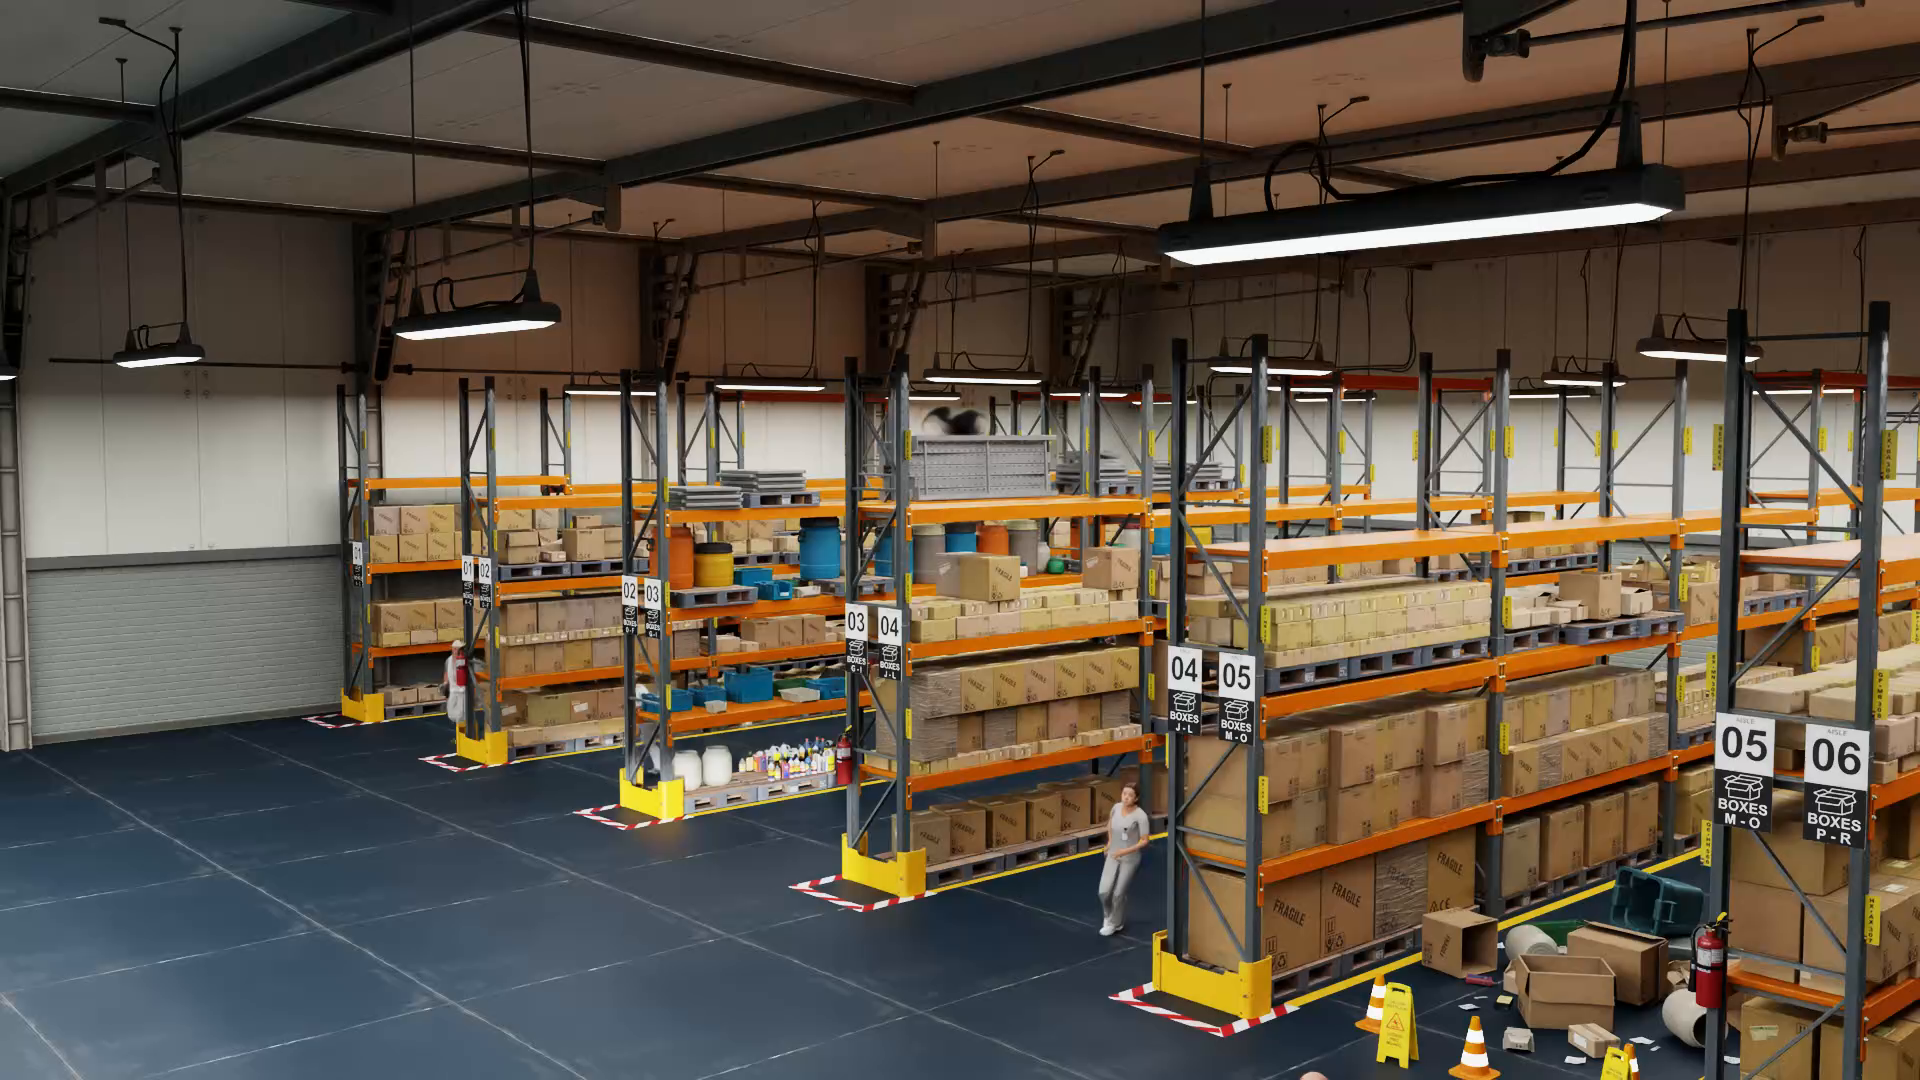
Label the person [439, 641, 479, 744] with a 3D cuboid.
[{"bbox_3d":[-8.240,2.506,27.556,0.683,1.721,0.632,1,4,16],"label":"person"}]

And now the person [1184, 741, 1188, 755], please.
[{"bbox_3d":[3.491,2.661,24.938,0.688,1.827,0.876,4,5,43],"label":"person"}]

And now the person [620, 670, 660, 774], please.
[{"bbox_3d":[-4.725,2.716,24.659,0.547,1.694,0.811,3,5,41],"label":"person"}]

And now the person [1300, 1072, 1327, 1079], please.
[{"bbox_3d":[1.947,3.725,9.167,0.645,1.695,0.829,1,4,13],"label":"person"}]

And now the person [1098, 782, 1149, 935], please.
[{"bbox_3d":[1.667,3.245,16.879,0.559,1.622,0.535,2,4,30],"label":"person"}]
